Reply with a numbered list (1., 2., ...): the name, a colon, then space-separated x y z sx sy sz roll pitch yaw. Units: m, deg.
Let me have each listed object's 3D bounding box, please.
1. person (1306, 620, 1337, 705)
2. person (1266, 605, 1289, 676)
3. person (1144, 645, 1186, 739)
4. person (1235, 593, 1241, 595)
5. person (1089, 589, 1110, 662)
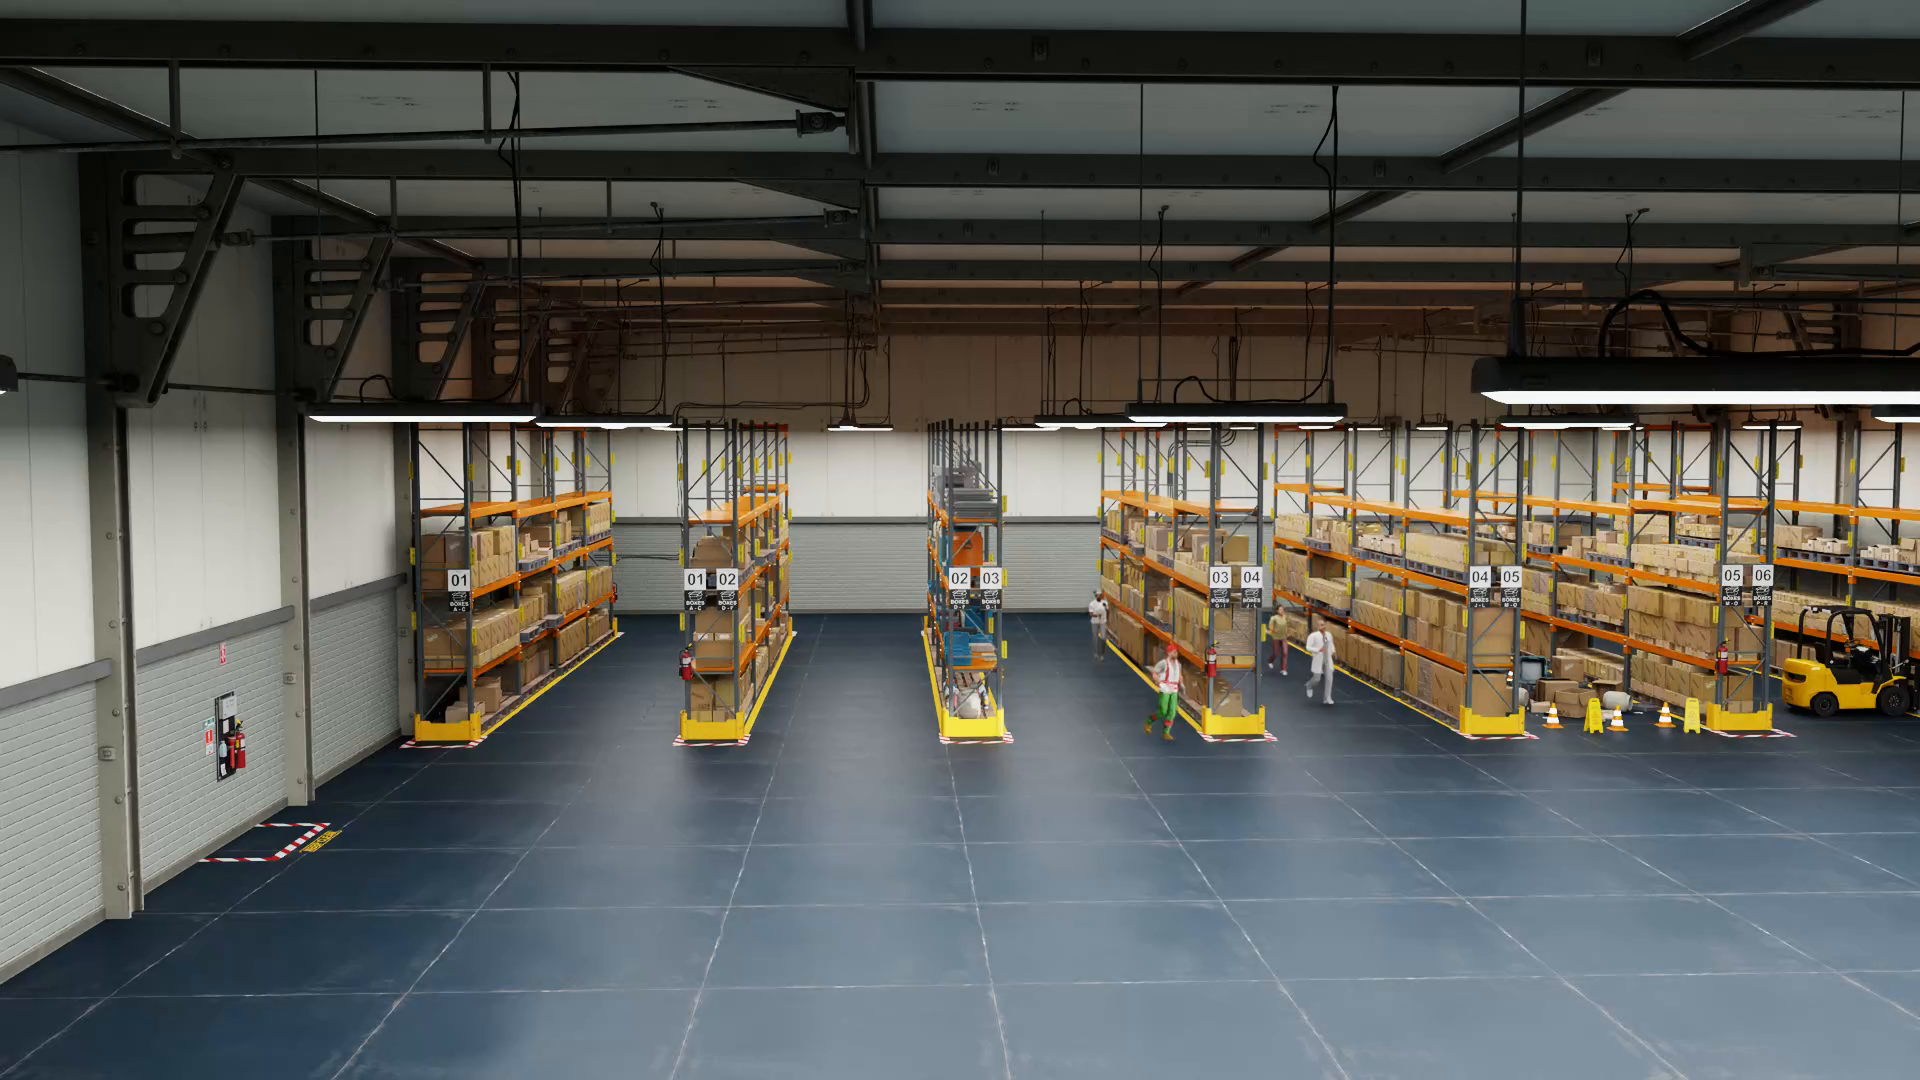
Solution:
1. person: 7.680 2.578 35.328 0.723 1.748 0.965 -1 4 -15
2. person: 7.589 2.356 39.636 0.562 1.651 0.926 -1 4 -13
3. person: 3.934 2.843 31.311 0.716 1.747 0.775 -2 4 -32
4. person: 7.928 1.857 48.456 0.803 1.505 0.699 -2 4 -33
5. person: 3.362 2.051 39.952 0.544 1.754 0.675 0 4 -3
